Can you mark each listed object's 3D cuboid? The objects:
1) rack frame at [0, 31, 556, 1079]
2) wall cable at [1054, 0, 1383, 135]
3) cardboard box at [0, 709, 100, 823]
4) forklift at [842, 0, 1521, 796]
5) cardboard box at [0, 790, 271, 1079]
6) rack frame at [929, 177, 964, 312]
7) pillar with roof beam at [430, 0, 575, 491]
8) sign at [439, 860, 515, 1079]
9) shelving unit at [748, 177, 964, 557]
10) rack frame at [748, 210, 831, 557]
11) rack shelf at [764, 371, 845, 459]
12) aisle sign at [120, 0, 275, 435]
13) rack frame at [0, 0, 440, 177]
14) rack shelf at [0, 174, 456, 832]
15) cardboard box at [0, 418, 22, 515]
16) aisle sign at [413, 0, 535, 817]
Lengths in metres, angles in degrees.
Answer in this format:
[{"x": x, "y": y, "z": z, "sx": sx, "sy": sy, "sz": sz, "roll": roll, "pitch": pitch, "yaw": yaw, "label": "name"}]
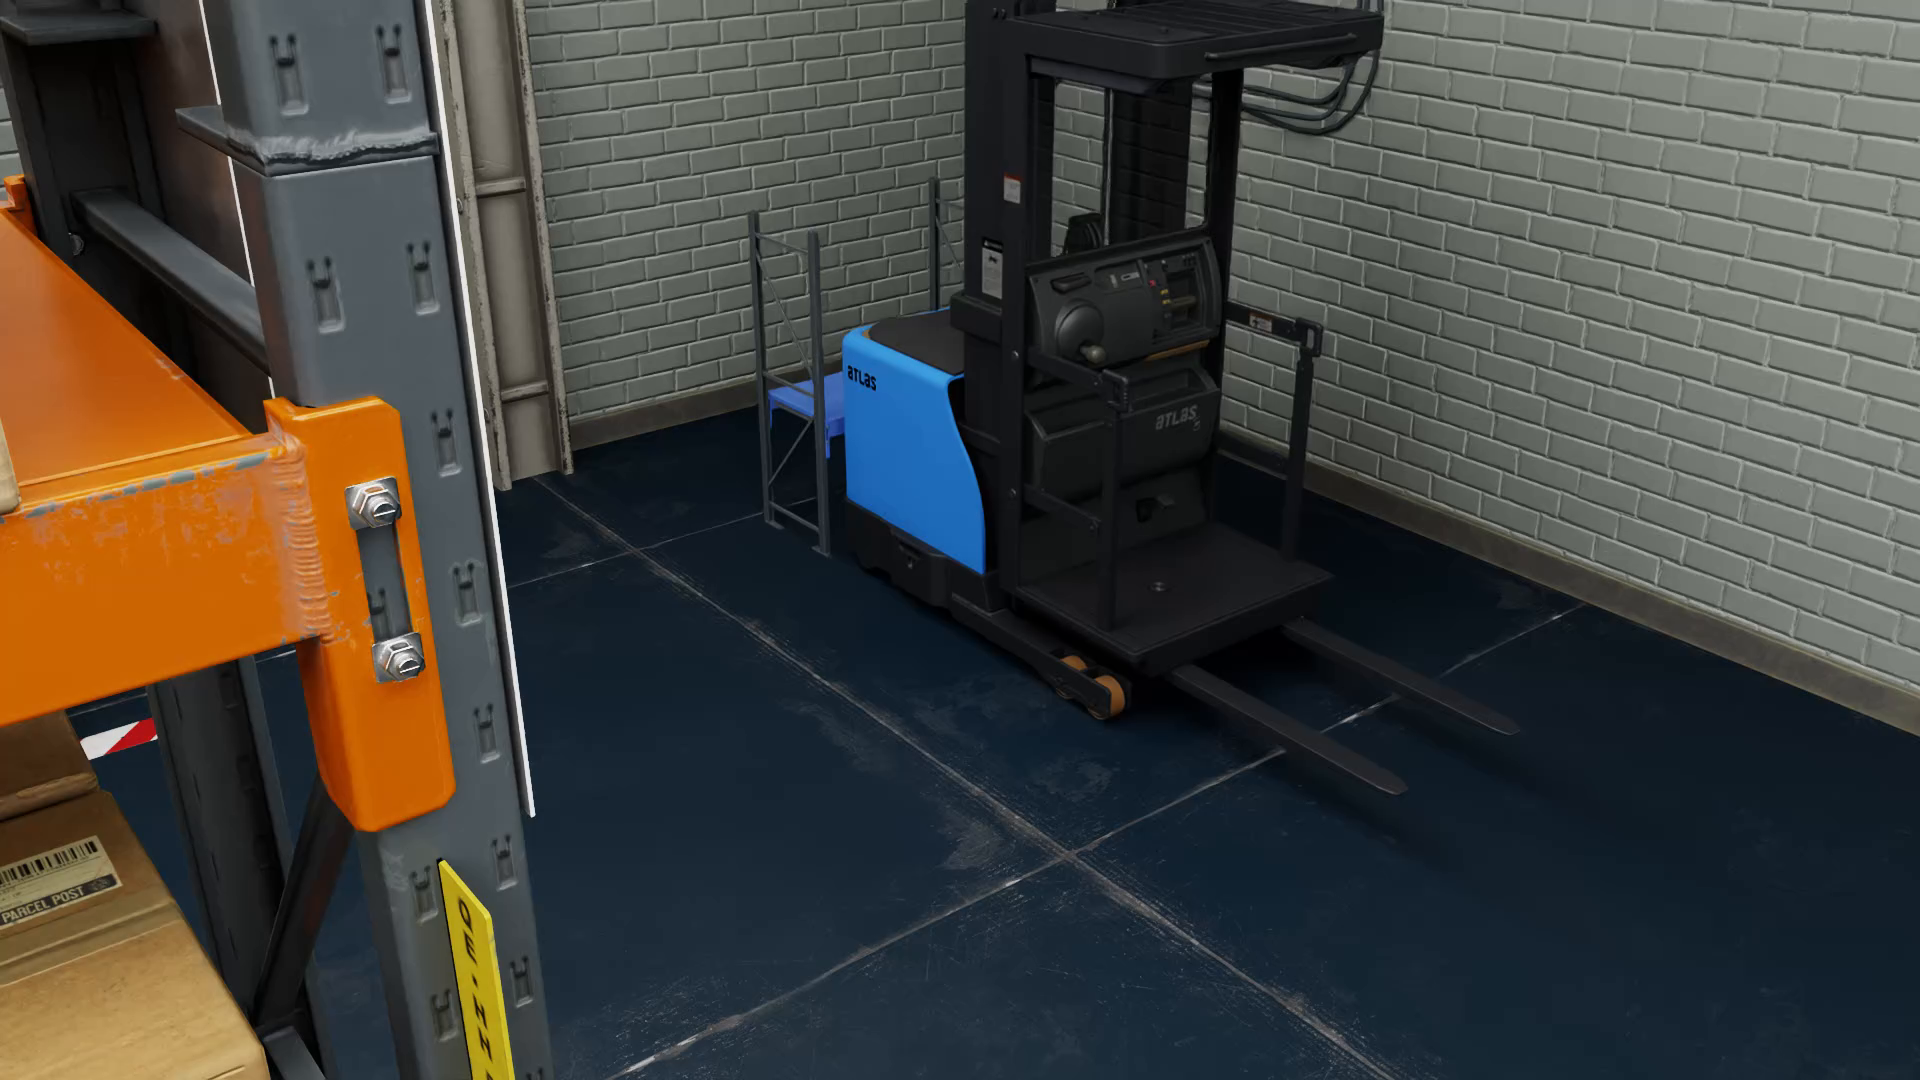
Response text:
[{"x": -0.749, "y": 0.922, "z": 2.200, "sx": 0.127, "sy": 3.000, "sz": 1.000, "roll": -18, "pitch": 31, "yaw": -34, "label": "rack frame"}, {"x": 0.863, "y": -3.381, "z": 8.035, "sx": 0.112, "sy": 2.526, "sz": 3.097, "roll": -18, "pitch": 31, "yaw": -34, "label": "wall cable"}, {"x": -1.260, "y": 0.451, "z": 1.908, "sx": 0.500, "sy": 0.500, "sz": 0.500, "roll": -17, "pitch": 30, "yaw": -33, "label": "cardboard box"}, {"x": 0.771, "y": -0.885, "z": 6.176, "sx": 1.130, "sy": 2.935, "sz": 3.031, "roll": -18, "pitch": 30, "yaw": -34, "label": "forklift"}, {"x": -0.929, "y": 0.630, "z": 1.523, "sx": 0.500, "sy": 0.500, "sz": 0.500, "roll": -19, "pitch": 31, "yaw": -34, "label": "cardboard box"}, {"x": 0.022, "y": -0.962, "z": 8.041, "sx": 0.032, "sy": 1.500, "sz": 0.500, "roll": -19, "pitch": 31, "yaw": -35, "label": "rack frame"}, {"x": 0.439, "y": -3.001, "z": 3.527, "sx": 0.400, "sy": 9.000, "sz": 9.100, "roll": -18, "pitch": 31, "yaw": -34, "label": "pillar with roof beam"}, {"x": -0.422, "y": 0.443, "z": 1.482, "sx": 0.005, "sy": 0.325, "sz": 0.100, "roll": -18, "pitch": 31, "yaw": -34, "label": "sign"}, {"x": -0.370, "y": -0.826, "z": 7.747, "sx": 1.048, "sy": 1.500, "sz": 0.538, "roll": -19, "pitch": 31, "yaw": -35, "label": "shelving unit"}, {"x": -0.762, "y": -0.690, "z": 7.454, "sx": 0.032, "sy": 1.500, "sz": 0.500, "roll": -19, "pitch": 31, "yaw": -35, "label": "rack frame"}, {"x": -0.370, "y": -0.662, "z": 7.823, "sx": 1.000, "sy": 0.185, "sz": 0.538, "roll": -19, "pitch": 31, "yaw": -35, "label": "rack shelf"}, {"x": -0.876, "y": -0.372, "z": 1.900, "sx": 0.004, "sy": 0.787, "sz": 0.394, "roll": -18, "pitch": 31, "yaw": -34, "label": "aisle sign"}, {"x": -0.749, "y": -1.799, "z": 0.937, "sx": 0.127, "sy": 3.000, "sz": 1.000, "roll": -18, "pitch": 31, "yaw": -34, "label": "rack frame"}, {"x": -2.322, "y": 0.407, "z": 0.600, "sx": 4.000, "sy": 0.370, "sz": 1.077, "roll": -18, "pitch": 31, "yaw": -34, "label": "rack shelf"}, {"x": -0.990, "y": -0.150, "z": 1.124, "sx": 0.500, "sy": 0.250, "sz": 0.500, "roll": -18, "pitch": 31, "yaw": -34, "label": "cardboard box"}, {"x": -0.506, "y": -0.173, "z": 1.472, "sx": 0.004, "sy": 0.787, "sz": 0.394, "roll": -18, "pitch": 31, "yaw": -34, "label": "aisle sign"}]
